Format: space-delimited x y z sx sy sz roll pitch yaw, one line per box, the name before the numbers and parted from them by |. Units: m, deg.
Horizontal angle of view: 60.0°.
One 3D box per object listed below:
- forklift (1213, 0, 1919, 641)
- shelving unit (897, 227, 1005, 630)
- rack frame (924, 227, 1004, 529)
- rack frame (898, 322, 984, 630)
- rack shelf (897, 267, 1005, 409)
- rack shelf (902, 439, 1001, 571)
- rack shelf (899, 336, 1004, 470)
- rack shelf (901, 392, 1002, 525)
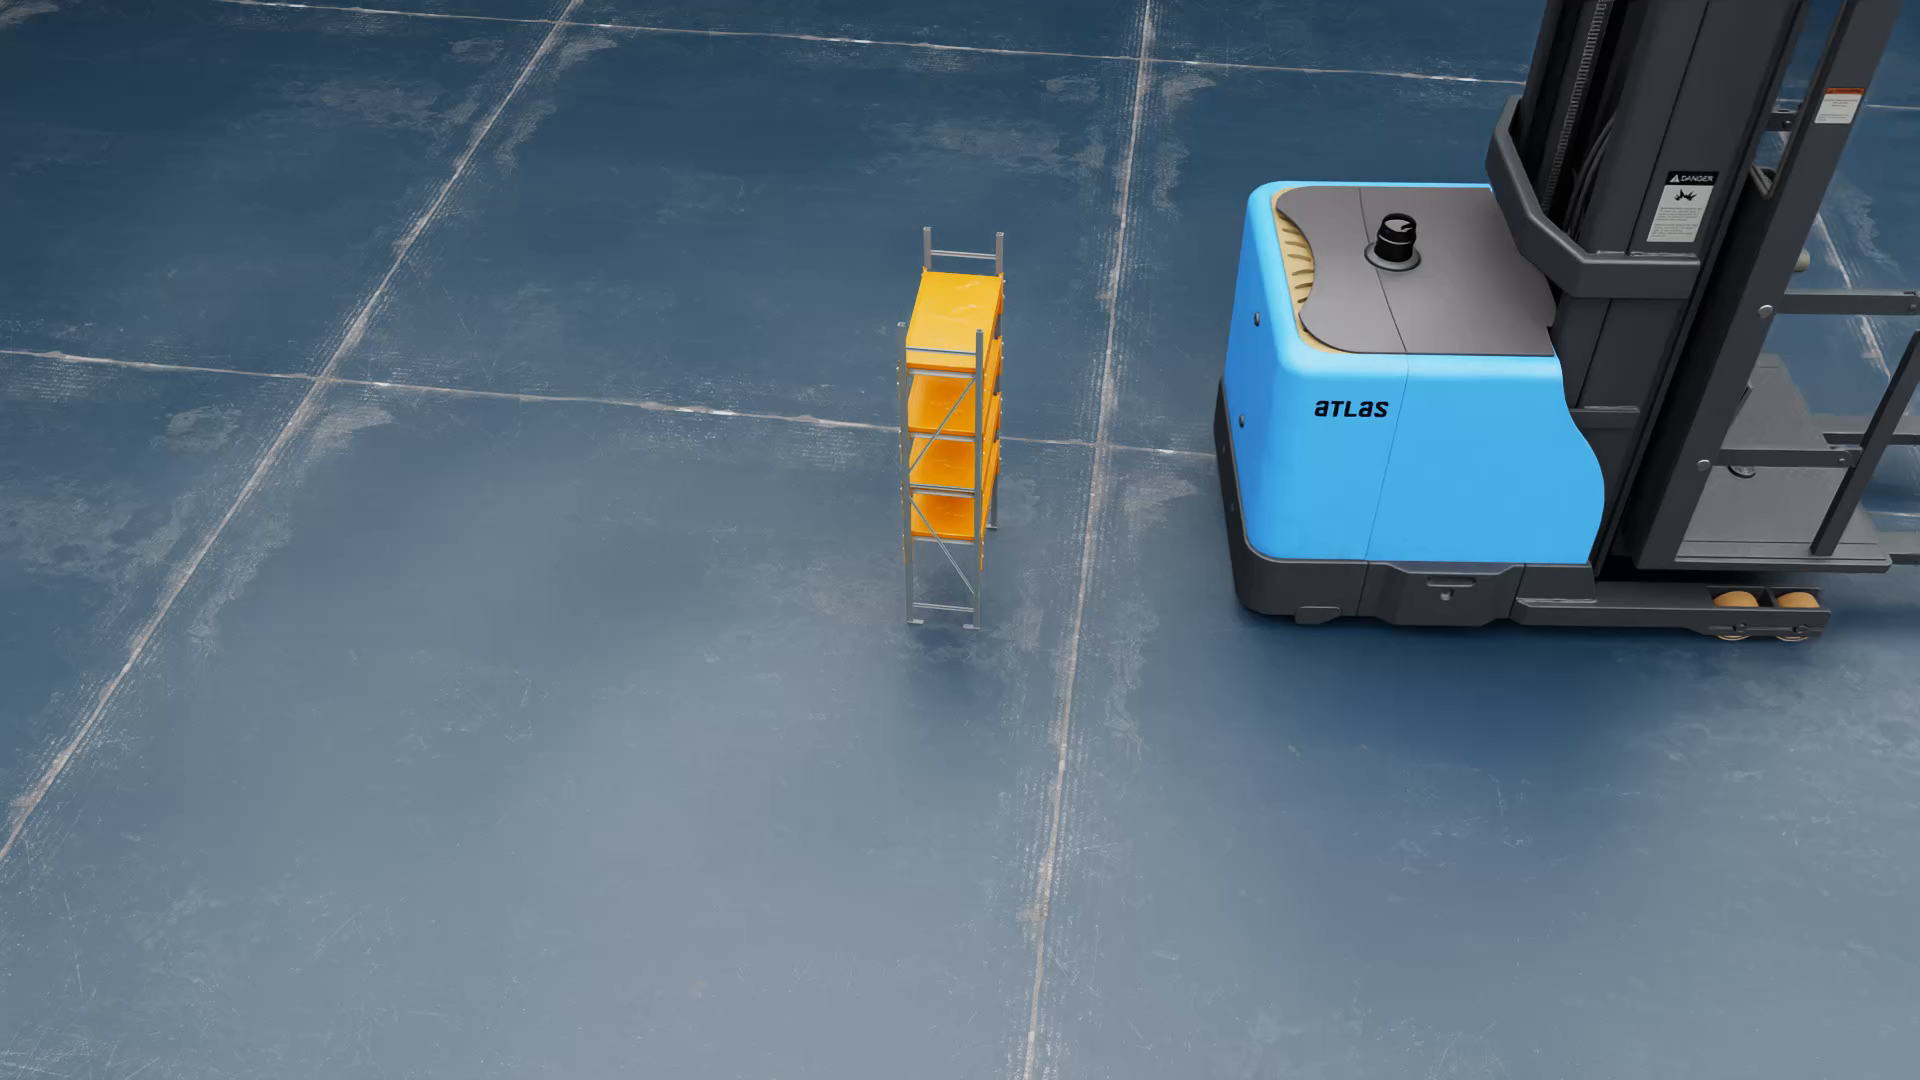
forklift | 2.430 -1.108 4.788 3.031 2.935 1.130 1 43 1
shelving unit | -0.022 -0.323 5.218 0.258 1.200 0.503 5 44 6
rack frame | 0.010 -0.489 5.394 0.240 1.200 0.015 5 44 6
rack frame | -0.054 -0.157 5.043 0.240 1.200 0.015 5 44 6
rack shelf | -0.022 -0.608 4.948 0.258 0.148 0.480 5 44 6
rack shelf | -0.022 -0.130 5.401 0.258 0.148 0.480 5 44 6
rack shelf | -0.022 -0.436 5.111 0.258 0.148 0.480 5 44 6
rack shelf | -0.022 -0.274 5.265 0.258 0.148 0.480 5 44 6
